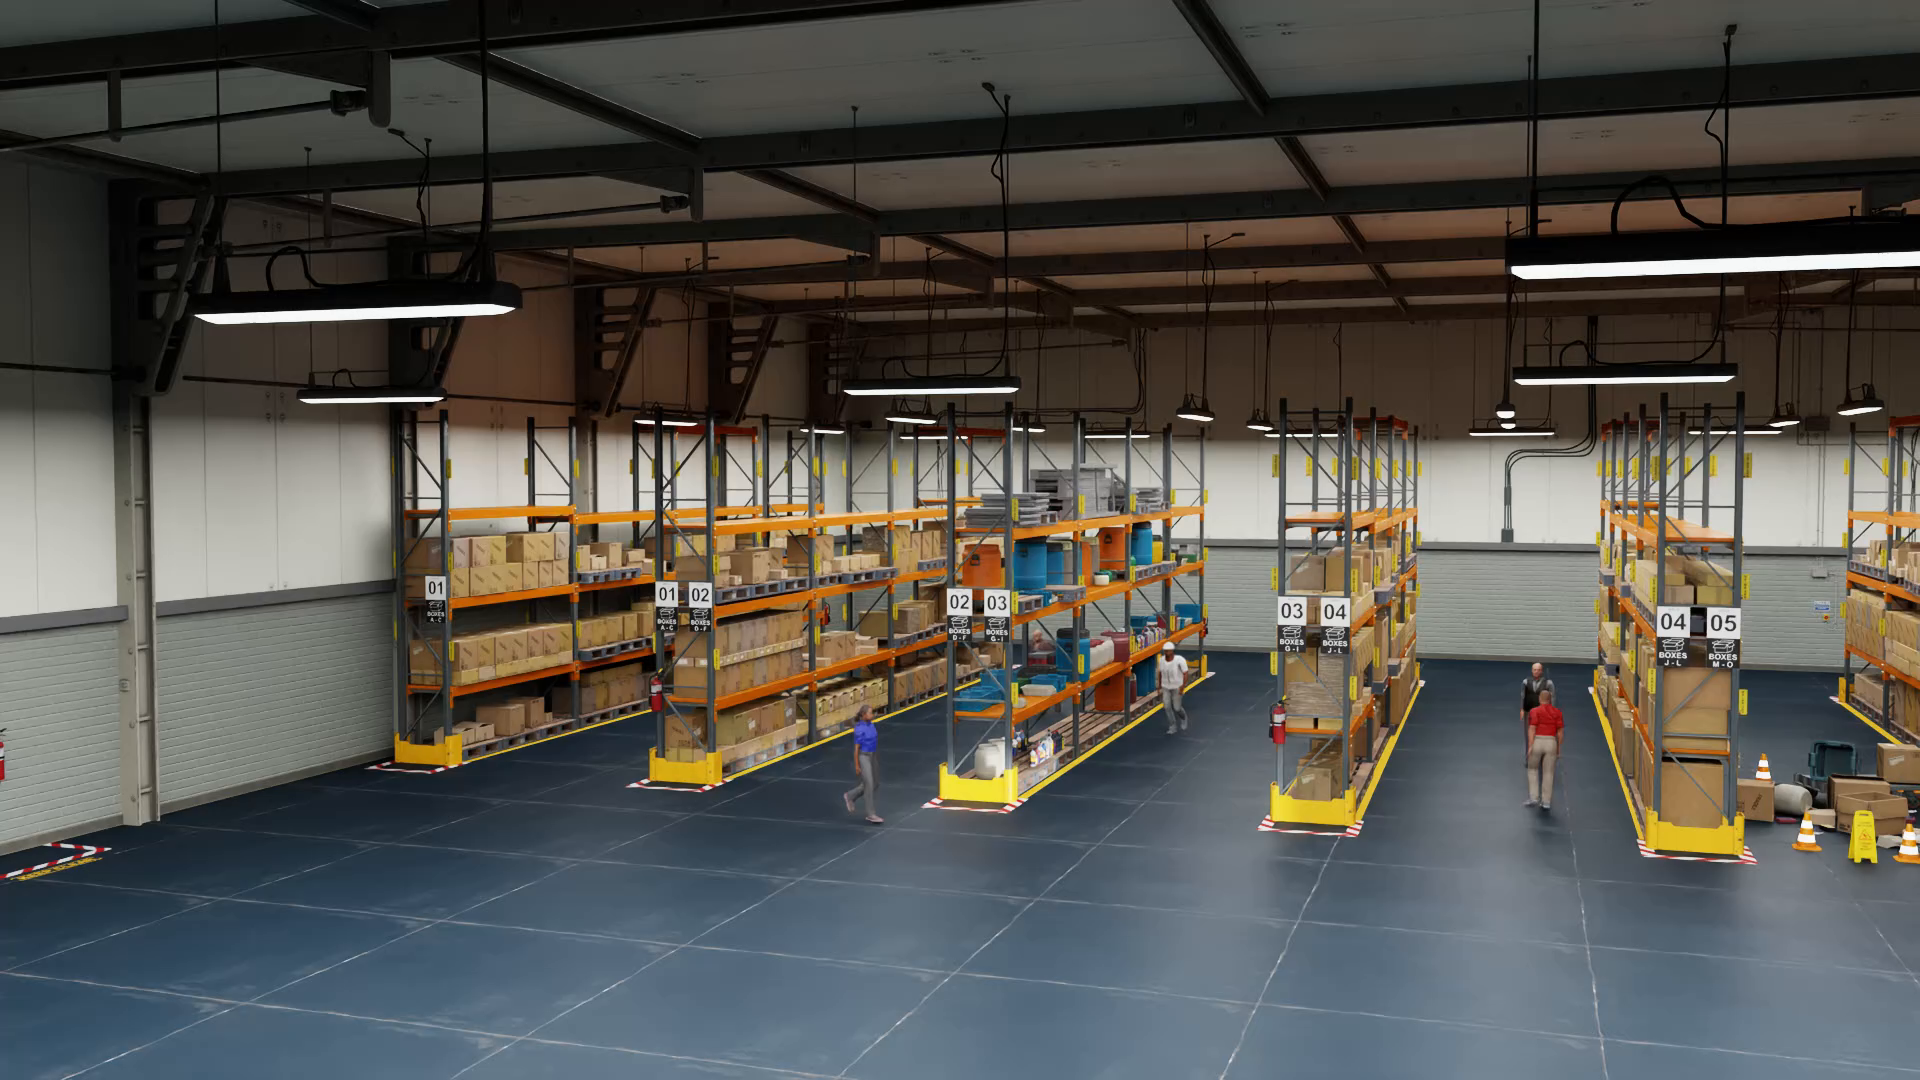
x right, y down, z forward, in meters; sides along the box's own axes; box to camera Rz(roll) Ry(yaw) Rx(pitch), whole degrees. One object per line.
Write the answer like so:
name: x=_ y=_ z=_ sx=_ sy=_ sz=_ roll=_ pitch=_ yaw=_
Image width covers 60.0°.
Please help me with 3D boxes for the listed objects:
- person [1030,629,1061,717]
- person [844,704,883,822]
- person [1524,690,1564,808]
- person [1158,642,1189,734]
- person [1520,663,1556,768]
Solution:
person: x=1.730 y=2.682 z=33.829 sx=0.641 sy=1.757 sz=0.751 roll=2 pitch=3 yaw=38
person: x=-1.360 y=3.155 z=23.709 sx=0.746 sy=1.641 sz=0.504 roll=1 pitch=3 yaw=29
person: x=8.647 y=3.119 z=24.582 sx=0.544 sy=1.785 sz=0.599 roll=1 pitch=3 yaw=13
person: x=4.056 y=2.785 z=31.499 sx=0.636 sy=1.740 sz=0.678 roll=2 pitch=3 yaw=32
person: x=9.742 y=3.040 z=28.063 sx=0.594 sy=1.545 sz=0.671 roll=1 pitch=3 yaw=31
